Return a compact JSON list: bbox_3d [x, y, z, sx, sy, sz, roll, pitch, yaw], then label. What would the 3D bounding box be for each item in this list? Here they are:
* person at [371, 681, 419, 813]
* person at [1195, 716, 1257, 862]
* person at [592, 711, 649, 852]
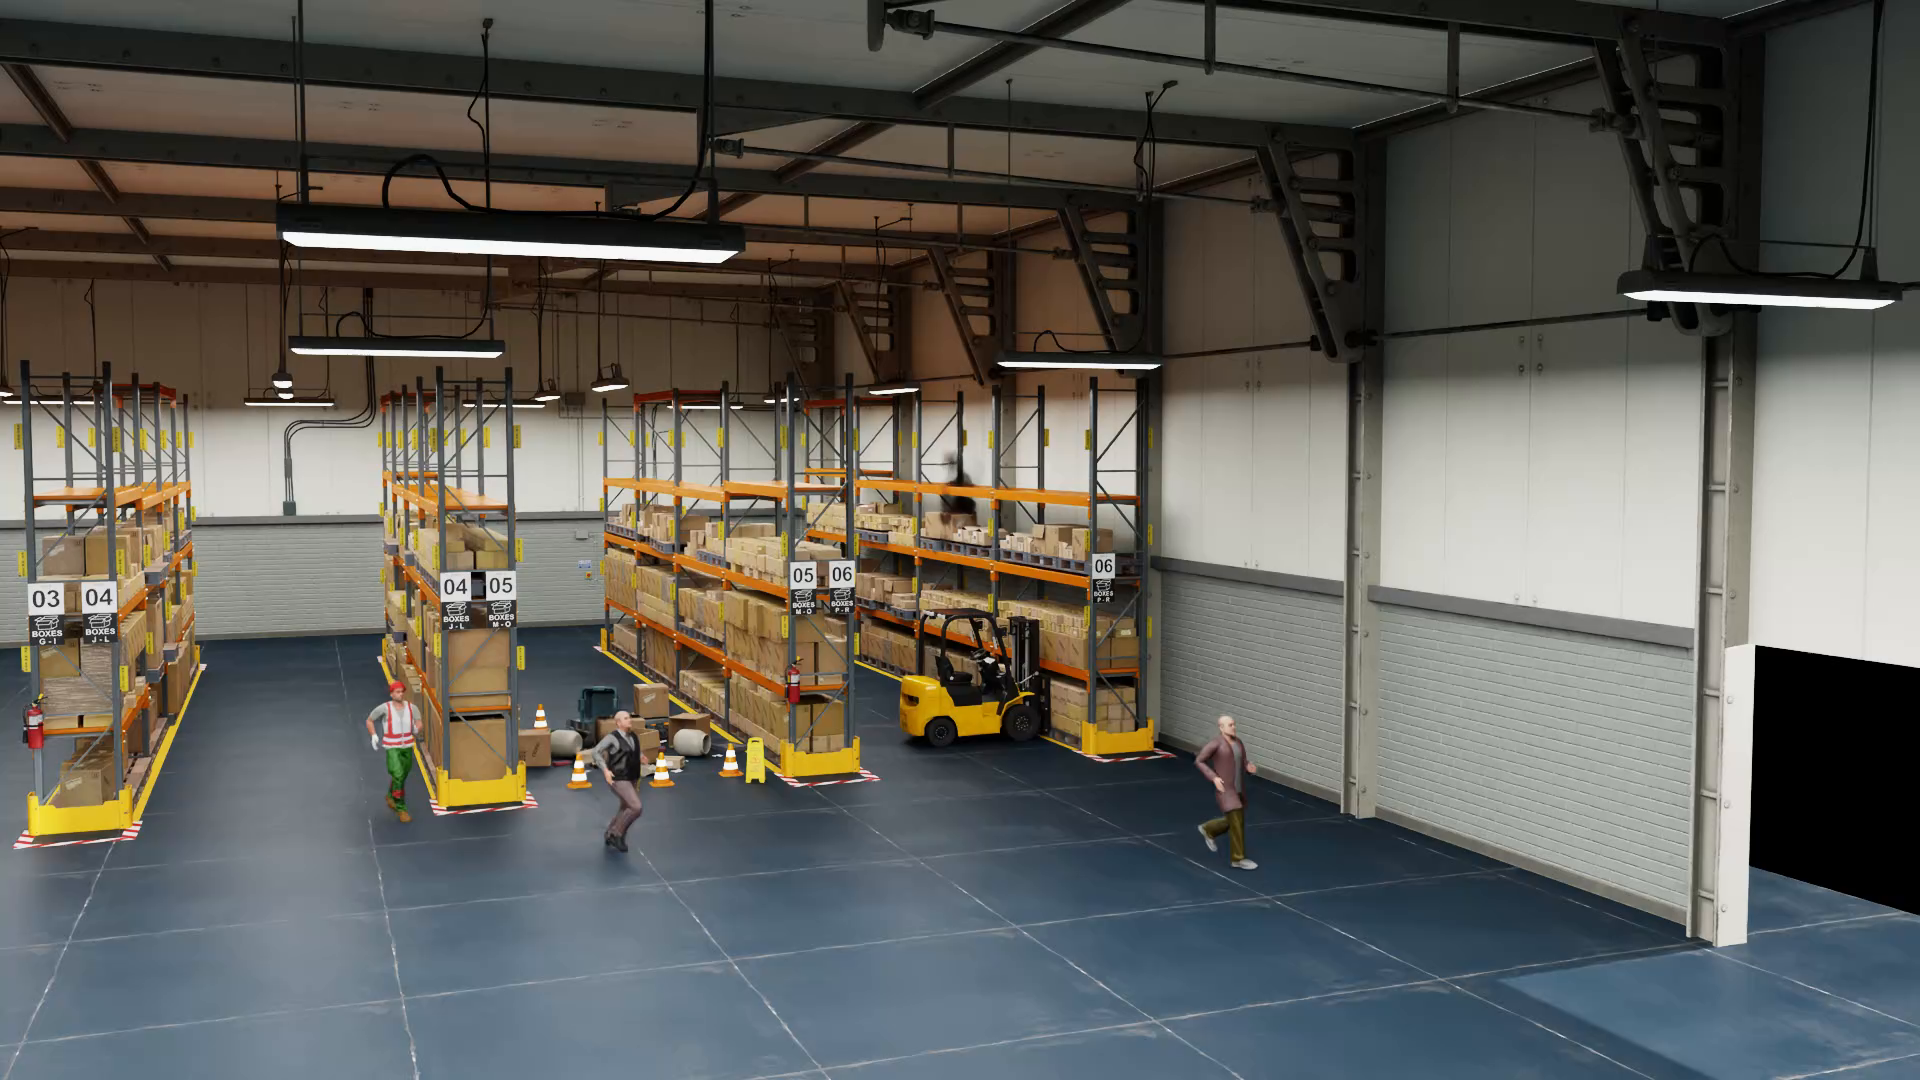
[{"bbox_3d":[-7.492,2.711,21.965,0.540,1.702,0.823,-3,5,-44],"label":"person"},{"bbox_3d":[3.126,2.907,19.593,0.720,1.680,0.800,-3,5,-41],"label":"person"},{"bbox_3d":[-4.060,2.925,20.209,0.651,1.703,0.635,2,4,26],"label":"person"}]
